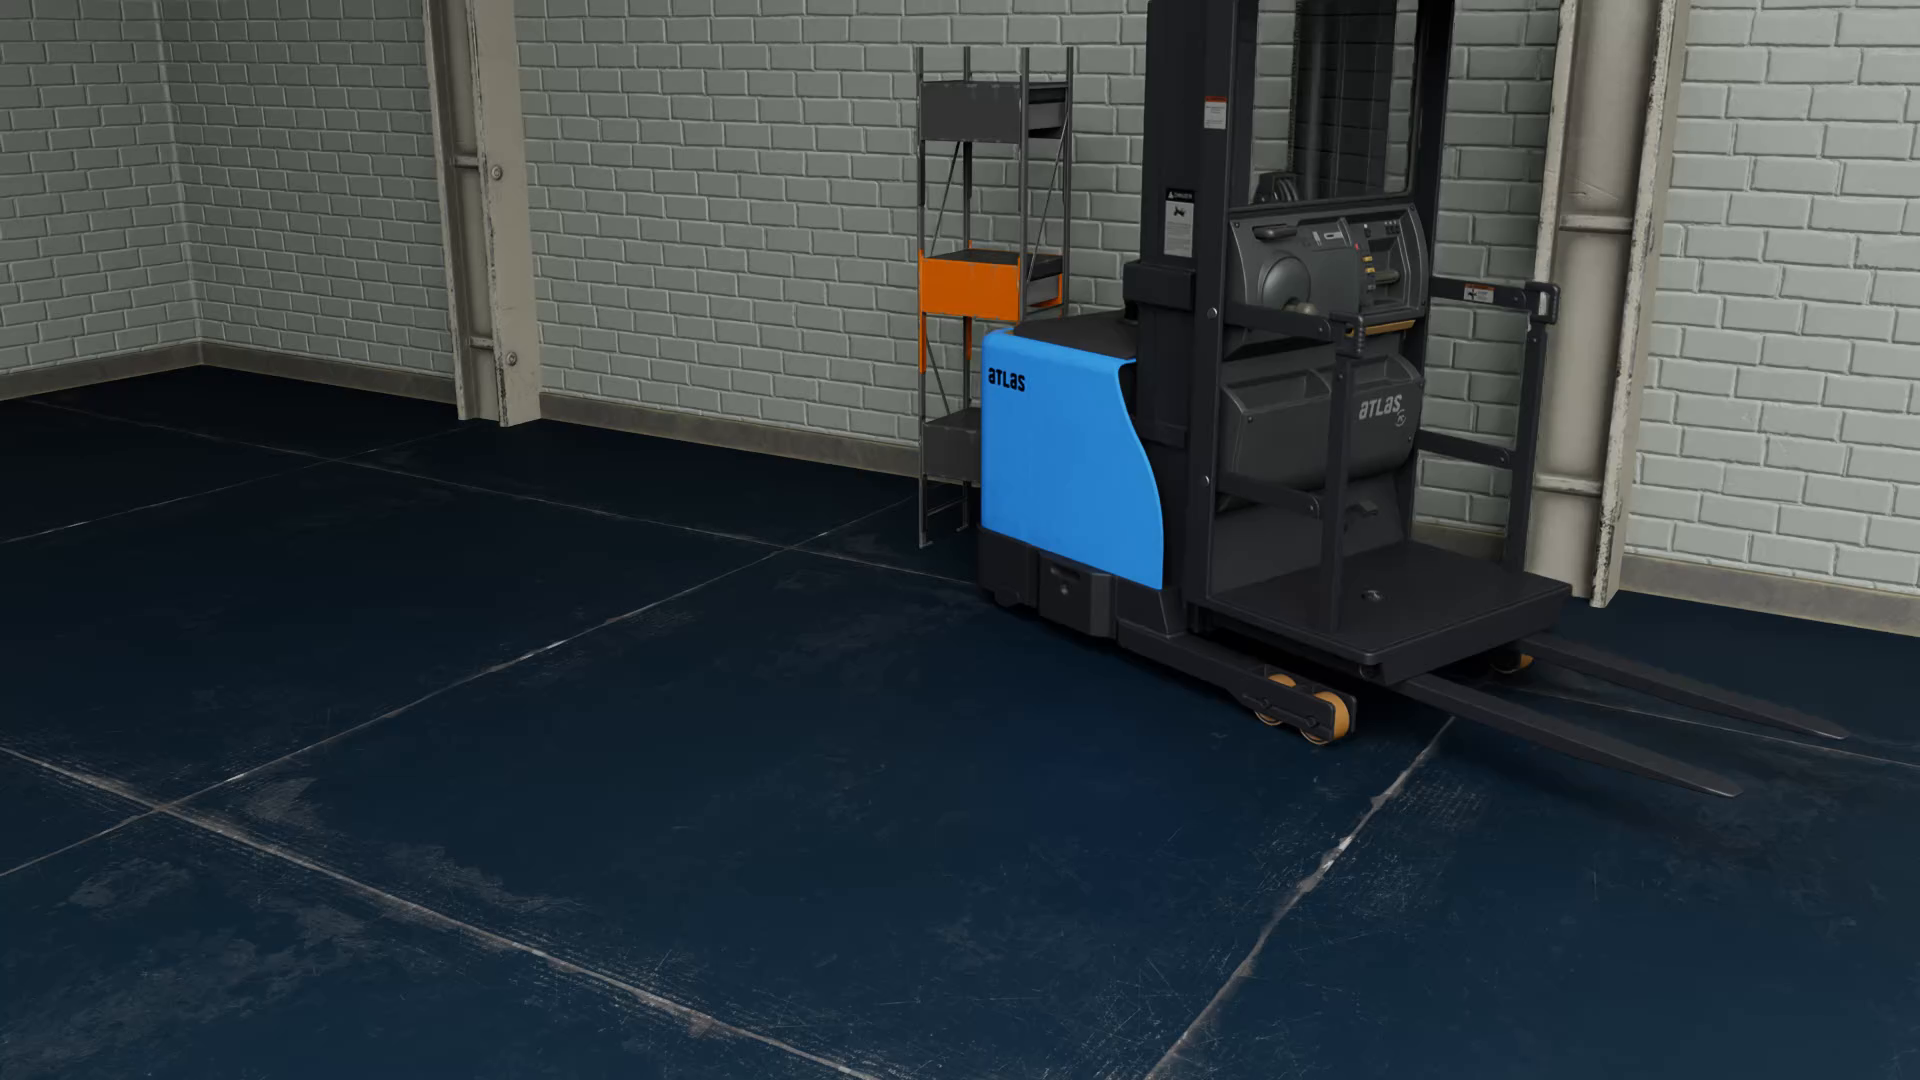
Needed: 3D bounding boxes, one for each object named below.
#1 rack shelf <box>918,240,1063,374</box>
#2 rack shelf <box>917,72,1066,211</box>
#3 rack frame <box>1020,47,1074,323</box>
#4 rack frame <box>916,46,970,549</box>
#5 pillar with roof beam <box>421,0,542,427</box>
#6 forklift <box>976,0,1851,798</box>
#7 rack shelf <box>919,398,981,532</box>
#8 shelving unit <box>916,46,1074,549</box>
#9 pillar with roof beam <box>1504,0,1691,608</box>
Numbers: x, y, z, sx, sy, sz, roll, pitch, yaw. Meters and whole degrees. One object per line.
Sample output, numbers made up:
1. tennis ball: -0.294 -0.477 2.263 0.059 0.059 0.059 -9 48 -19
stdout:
1. rack shelf: 0.141 -0.966 6.997 0.480 0.518 0.431 10 20 30
2. rack shelf: 0.141 -1.636 6.794 0.480 0.518 0.431 10 20 30
3. rack frame: 0.349 -0.942 6.871 0.015 2.100 0.400 10 20 30
4. rack frame: -0.067 -1.017 7.115 0.015 2.100 0.400 10 20 30
5. pillar with roof beam: -4.936 -3.953 4.913 0.400 9.000 9.100 10 20 30
6. forklift: 1.368 -0.918 5.361 1.130 2.935 3.031 -13 21 -36
7. rack shelf: 0.141 -0.297 7.201 0.480 0.518 0.431 10 20 30
8. shelving unit: 0.141 -0.979 6.993 0.503 2.100 0.431 10 20 30
9. pillar with roof beam: 0.176 -3.041 1.909 0.400 9.000 9.100 10 20 30
